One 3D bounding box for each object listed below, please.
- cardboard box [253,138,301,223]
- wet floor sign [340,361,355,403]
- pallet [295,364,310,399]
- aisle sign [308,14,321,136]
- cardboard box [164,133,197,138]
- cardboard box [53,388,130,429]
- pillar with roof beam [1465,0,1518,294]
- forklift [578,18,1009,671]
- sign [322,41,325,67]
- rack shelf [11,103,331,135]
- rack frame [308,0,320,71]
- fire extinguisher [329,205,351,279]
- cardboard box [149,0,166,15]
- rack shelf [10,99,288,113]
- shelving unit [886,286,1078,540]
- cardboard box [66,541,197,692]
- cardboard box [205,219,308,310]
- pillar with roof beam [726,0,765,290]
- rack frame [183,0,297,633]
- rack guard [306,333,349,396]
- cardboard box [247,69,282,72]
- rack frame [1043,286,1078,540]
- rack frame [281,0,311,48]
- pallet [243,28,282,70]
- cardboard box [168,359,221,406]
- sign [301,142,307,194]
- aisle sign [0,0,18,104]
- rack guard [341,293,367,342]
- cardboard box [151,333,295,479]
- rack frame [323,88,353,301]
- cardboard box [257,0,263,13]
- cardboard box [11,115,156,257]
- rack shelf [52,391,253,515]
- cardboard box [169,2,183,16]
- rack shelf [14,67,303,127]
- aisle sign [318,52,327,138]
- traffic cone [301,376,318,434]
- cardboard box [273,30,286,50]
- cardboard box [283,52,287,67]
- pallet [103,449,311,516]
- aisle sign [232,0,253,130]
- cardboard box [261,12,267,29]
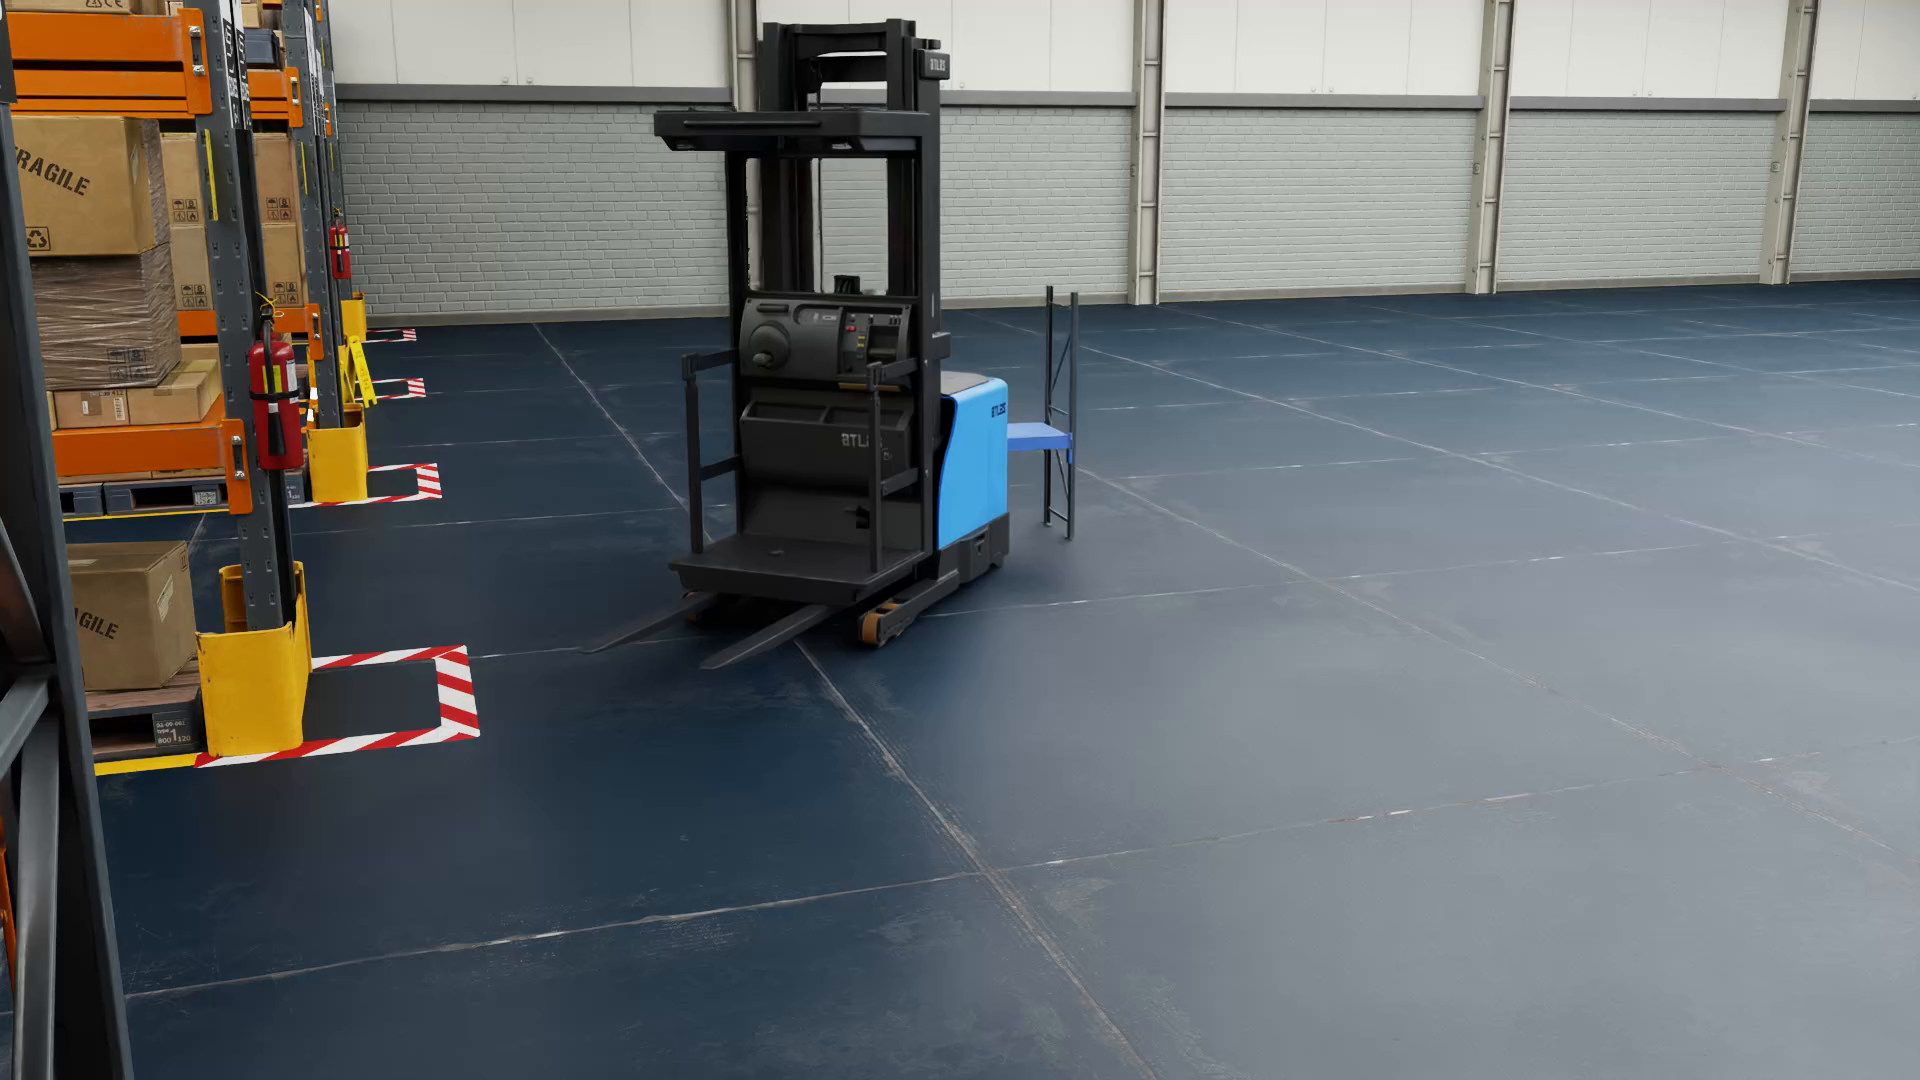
[{"bbox_3d":[-4.756,-2.420,11.177,0.550,0.550,0.875,-4,14,-18],"label":"cardboard box"},{"bbox_3d":[-4.996,-1.132,13.506,0.232,0.644,0.267,-7,15,-28],"label":"wet floor sign"},{"bbox_3d":[-6.920,-1.504,16.011,1.213,0.211,1.003,-4,14,-18],"label":"pallet"},{"bbox_3d":[-4.420,-3.176,11.397,0.004,0.787,0.394,-4,14,-18],"label":"aisle sign"},{"bbox_3d":[-6.963,-3.477,15.260,0.500,0.500,0.700,-4,14,-18],"label":"cardboard box"},{"bbox_3d":[-3.347,-0.539,6.468,0.250,0.149,0.380,-4,14,-18],"label":"cardboard box"},{"bbox_3d":[9.833,-7.456,22.044,0.400,9.000,9.100,-4,14,-18],"label":"pillar with roof beam"},{"bbox_3d":[-0.755,-1.023,8.110,1.130,2.935,3.031,6,14,22],"label":"forklift"},{"bbox_3d":[-7.493,-5.739,19.562,0.005,0.325,0.100,-4,14,-18],"label":"sign"},{"bbox_3d":[-9.549,-4.969,19.623,4.000,0.370,1.077,-4,14,-18],"label":"rack shelf"},{"bbox_3d":[-6.066,-5.837,15.238,0.127,3.000,1.000,-4,14,-18],"label":"rack frame"},{"bbox_3d":[-5.811,-2.789,15.551,0.183,0.674,0.296,-4,14,-18],"label":"fire extinguisher"},{"bbox_3d":[-3.445,-2.153,6.553,0.500,0.250,0.500,-4,14,-16],"label":"cardboard box"},{"bbox_3d":[-7.962,-3.881,15.047,4.000,0.370,1.077,-4,14,-18],"label":"rack shelf"},{"bbox_3d":[0.125,-0.753,10.066,1.048,1.500,0.538,-4,14,-15],"label":"shelving unit"},{"bbox_3d":[-3.503,0.309,6.857,0.500,0.500,0.500,-2,14,-8],"label":"cardboard box"},{"bbox_3d":[-4.729,-1.876,11.225,0.550,0.550,0.875,-4,14,-18],"label":"cardboard box"},{"bbox_3d":[-1.541,-6.571,18.320,0.400,9.000,9.100,-4,14,-18],"label":"pillar with roof beam"},{"bbox_3d":[-2.906,-0.745,6.794,0.127,3.000,1.000,-4,14,-18],"label":"rack frame"},{"bbox_3d":[-6.138,-1.697,16.197,0.348,0.500,1.175,-4,14,-18],"label":"rack guard"},{"bbox_3d":[-6.465,-4.353,15.160,0.500,0.250,0.500,-5,14,-19],"label":"cardboard box"},{"bbox_3d":[0.615,-0.784,10.199,0.032,1.500,0.500,-4,14,-15],"label":"rack frame"},{"bbox_3d":[-4.392,-4.759,10.705,0.127,3.000,1.000,-4,14,-18],"label":"rack frame"},{"bbox_3d":[-5.092,-3.200,10.822,1.213,0.211,1.003,-4,14,-18],"label":"pallet"},{"bbox_3d":[-3.252,-0.654,6.955,0.250,0.149,0.380,-4,14,-18],"label":"cardboard box"},{"bbox_3d":[-4.232,-2.399,10.733,0.005,0.325,0.100,-4,14,-18],"label":"sign"},{"bbox_3d":[-1.351,-0.993,2.219,0.004,0.787,0.394,-4,14,-18],"label":"aisle sign"},{"bbox_3d":[-7.630,-2.793,20.804,0.348,0.500,1.175,-4,14,-18],"label":"rack guard"},{"bbox_3d":[-5.014,-0.947,11.325,0.875,0.875,0.875,-4,14,-18],"label":"cardboard box"},{"bbox_3d":[-7.653,-4.007,20.507,0.127,3.000,1.000,-4,14,-18],"label":"rack frame"},{"bbox_3d":[-4.931,-3.645,11.062,0.500,0.250,0.500,-4,14,-18],"label":"cardboard box"},{"bbox_3d":[-3.348,-1.330,6.234,0.500,0.500,0.500,-4,14,-18],"label":"cardboard box"},{"bbox_3d":[-4.801,-0.248,6.257,4.000,0.370,1.077,-4,14,-18],"label":"rack shelf"},{"bbox_3d":[-4.838,-3.313,10.528,0.250,0.149,0.380,-4,14,-18],"label":"cardboard box"},{"bbox_3d":[-6.287,-2.802,10.515,4.000,0.370,1.077,-4,14,-18],"label":"rack shelf"},{"bbox_3d":[-6.107,-4.256,15.936,0.004,0.787,0.394,-4,14,-18],"label":"aisle sign"},{"bbox_3d":[-5.386,-1.152,13.984,0.334,0.463,0.336,-4,14,-18],"label":"traffic cone"},{"bbox_3d":[-6.293,-4.554,15.144,0.250,0.149,0.380,-4,14,-18],"label":"cardboard box"},{"bbox_3d":[-7.995,-5.682,19.726,0.500,0.500,0.500,-4,14,-16],"label":"cardboard box"},{"bbox_3d":[-5.125,-0.408,11.401,1.213,0.211,1.003,-4,14,-18],"label":"pallet"},{"bbox_3d":[-2.943,-2.080,6.789,0.004,0.787,0.394,-4,14,-18],"label":"aisle sign"},{"bbox_3d":[-4.819,-3.476,11.210,0.250,0.149,0.380,-4,14,-18],"label":"cardboard box"}]
